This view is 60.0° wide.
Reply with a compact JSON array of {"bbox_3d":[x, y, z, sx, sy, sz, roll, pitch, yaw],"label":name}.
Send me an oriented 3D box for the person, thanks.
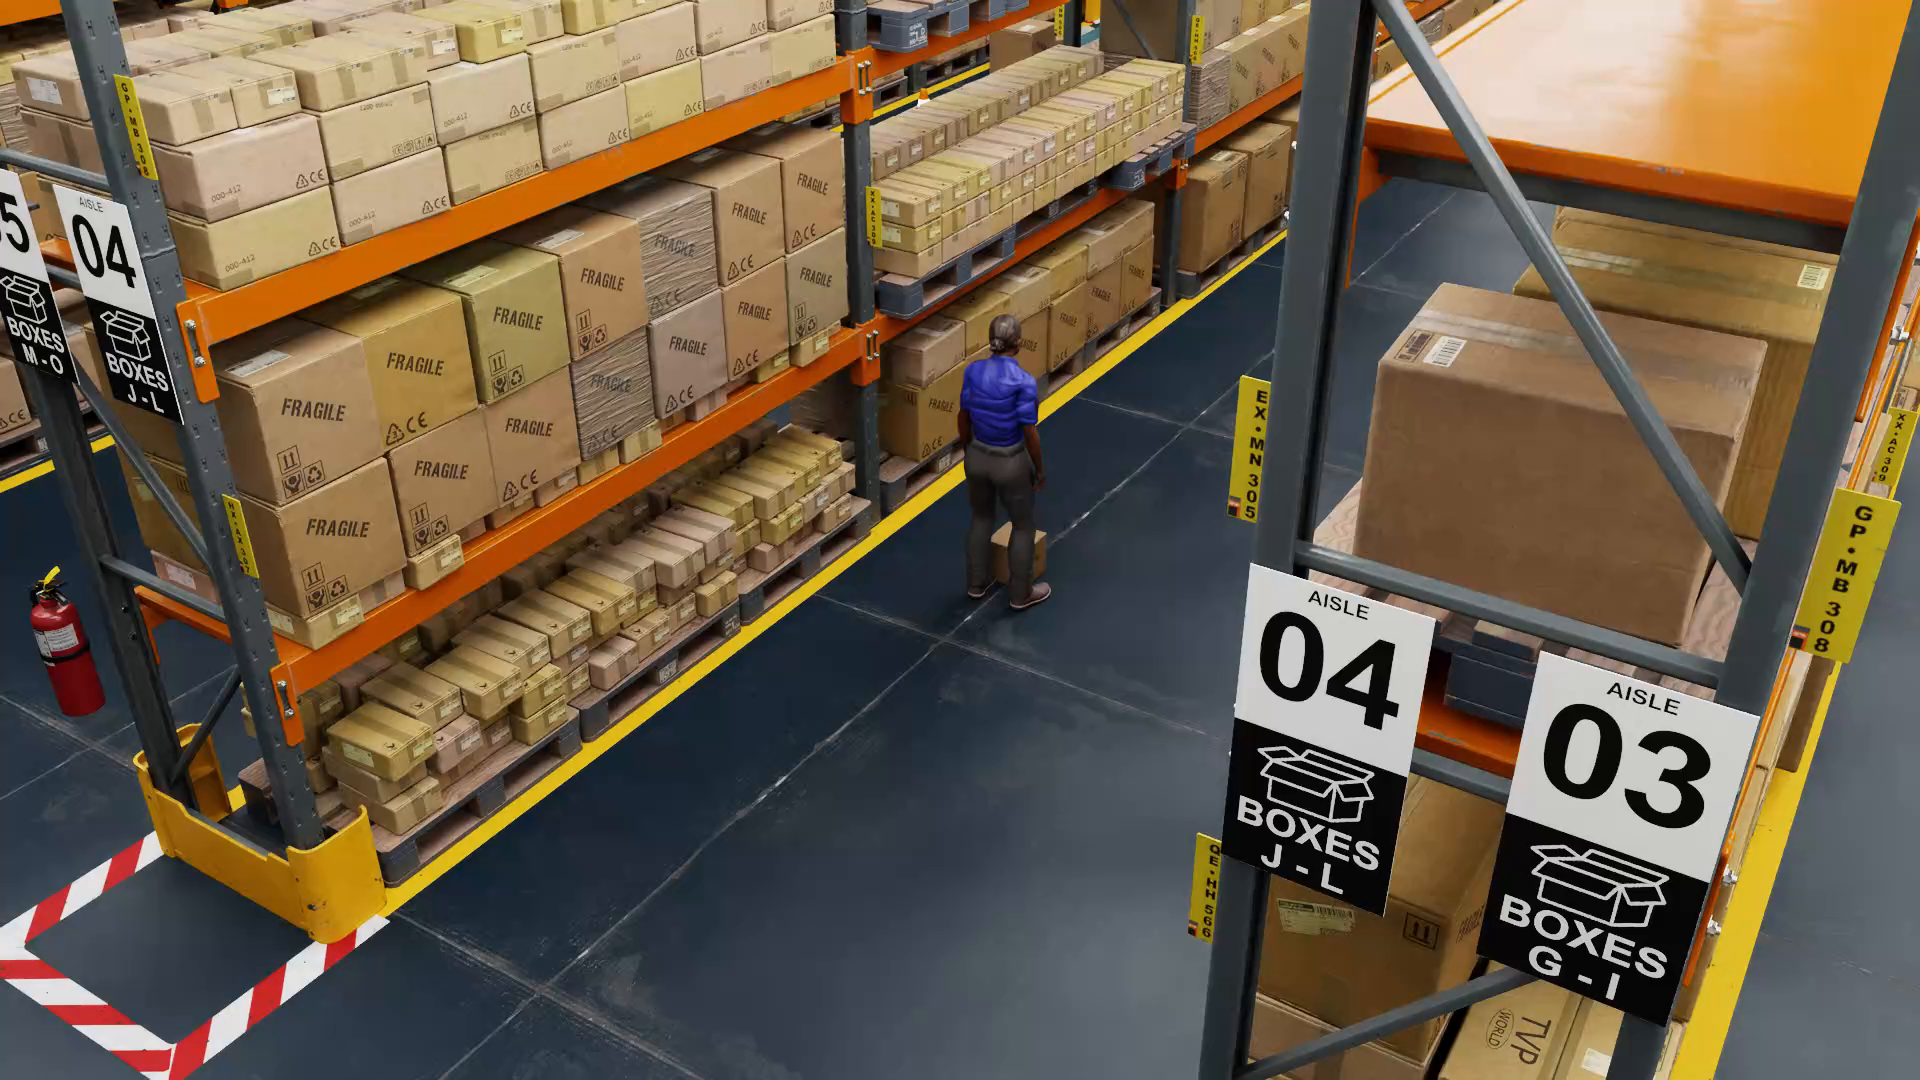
[{"bbox_3d":[0.226,-0.409,8.875,0.507,1.655,0.349,17,34,26],"label":"person"}]
